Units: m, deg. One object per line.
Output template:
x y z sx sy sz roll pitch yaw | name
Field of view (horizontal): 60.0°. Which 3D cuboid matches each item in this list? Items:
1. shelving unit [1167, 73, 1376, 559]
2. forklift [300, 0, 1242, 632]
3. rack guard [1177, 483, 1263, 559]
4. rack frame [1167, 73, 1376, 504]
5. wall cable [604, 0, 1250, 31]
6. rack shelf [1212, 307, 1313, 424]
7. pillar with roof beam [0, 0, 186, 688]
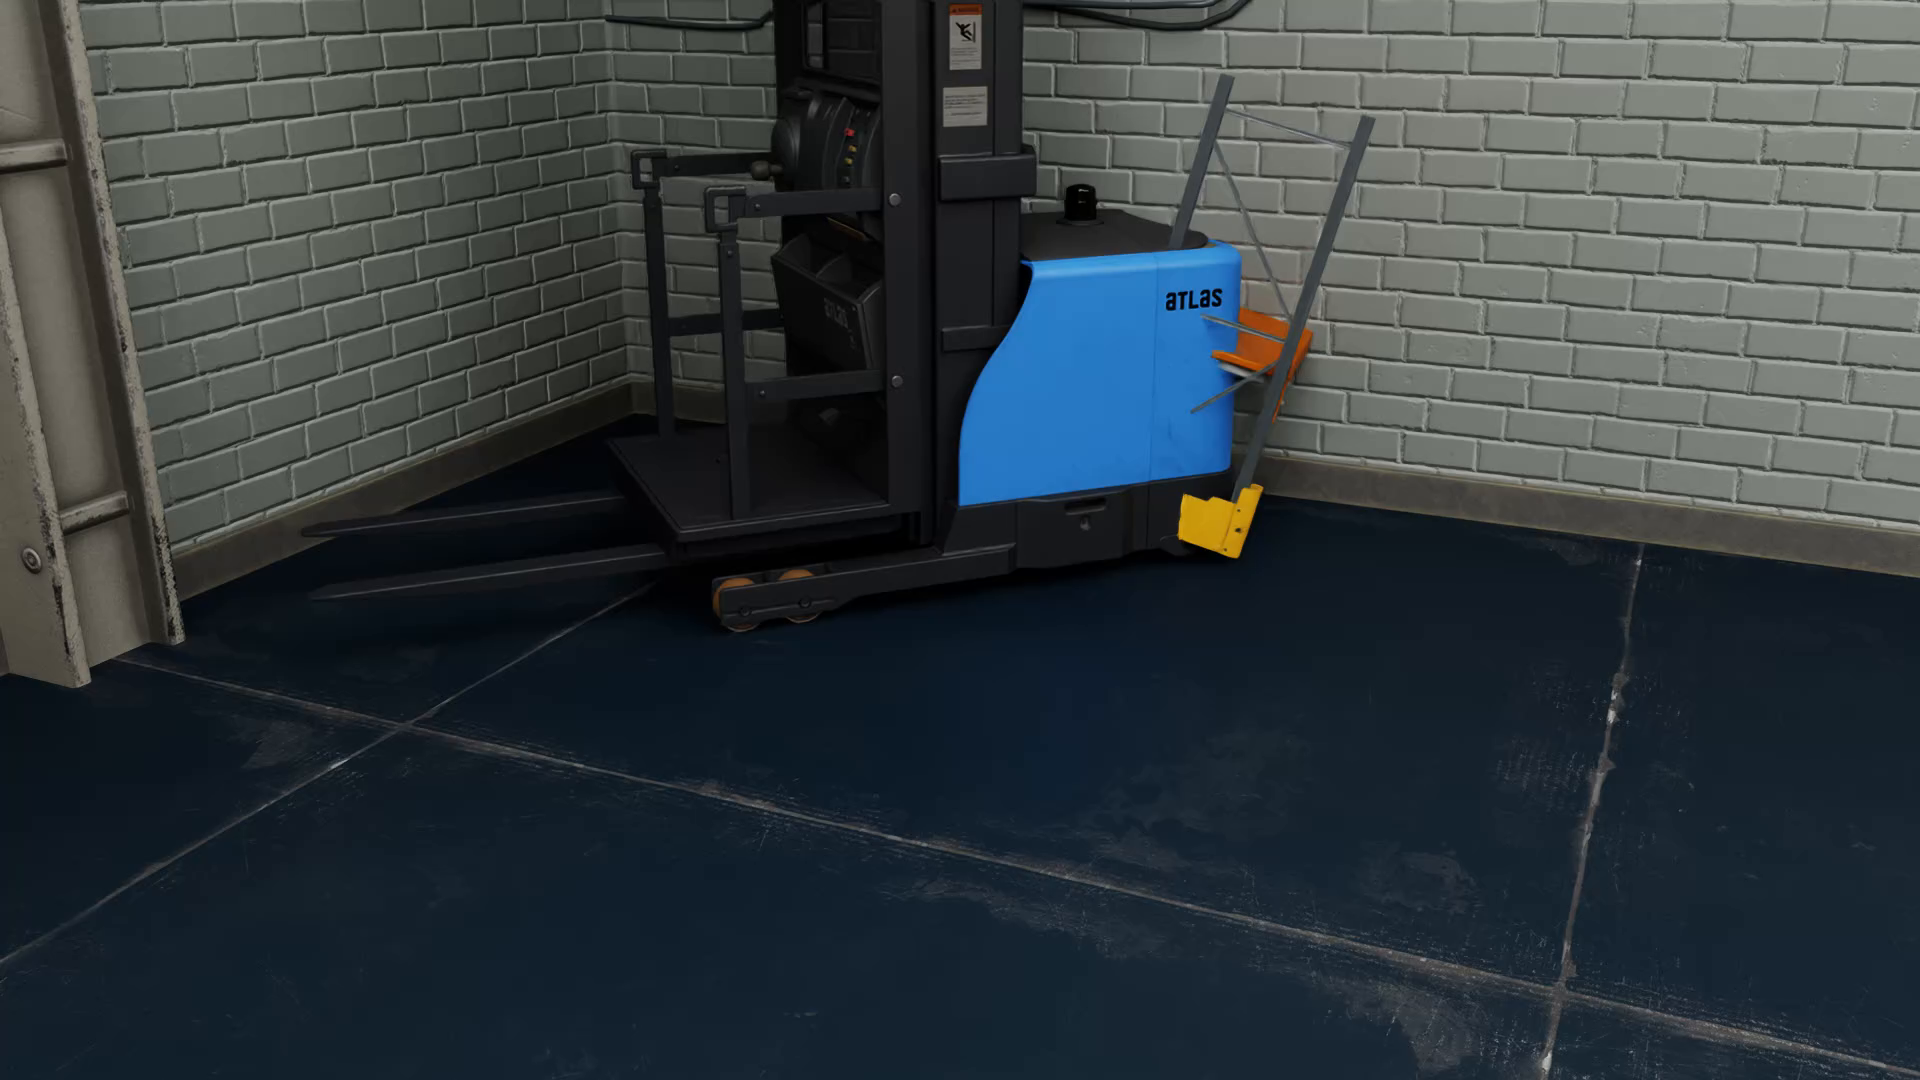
1.018 -0.856 5.929 0.587 1.500 1.083 20 21 11 | shelving unit
-0.615 -1.296 5.238 3.031 2.935 1.130 -8 21 -21 | forklift
0.715 -0.154 5.697 0.587 0.250 0.087 20 21 11 | rack guard
0.866 -0.711 5.456 0.500 1.500 0.032 20 21 11 | rack frame
-0.271 -3.169 6.083 3.097 2.526 0.112 9 21 23 | wall cable
0.971 -0.692 5.985 0.538 0.185 1.000 20 21 11 | rack shelf
1.331 -3.305 1.832 9.100 9.000 0.400 9 21 23 | pillar with roof beam
